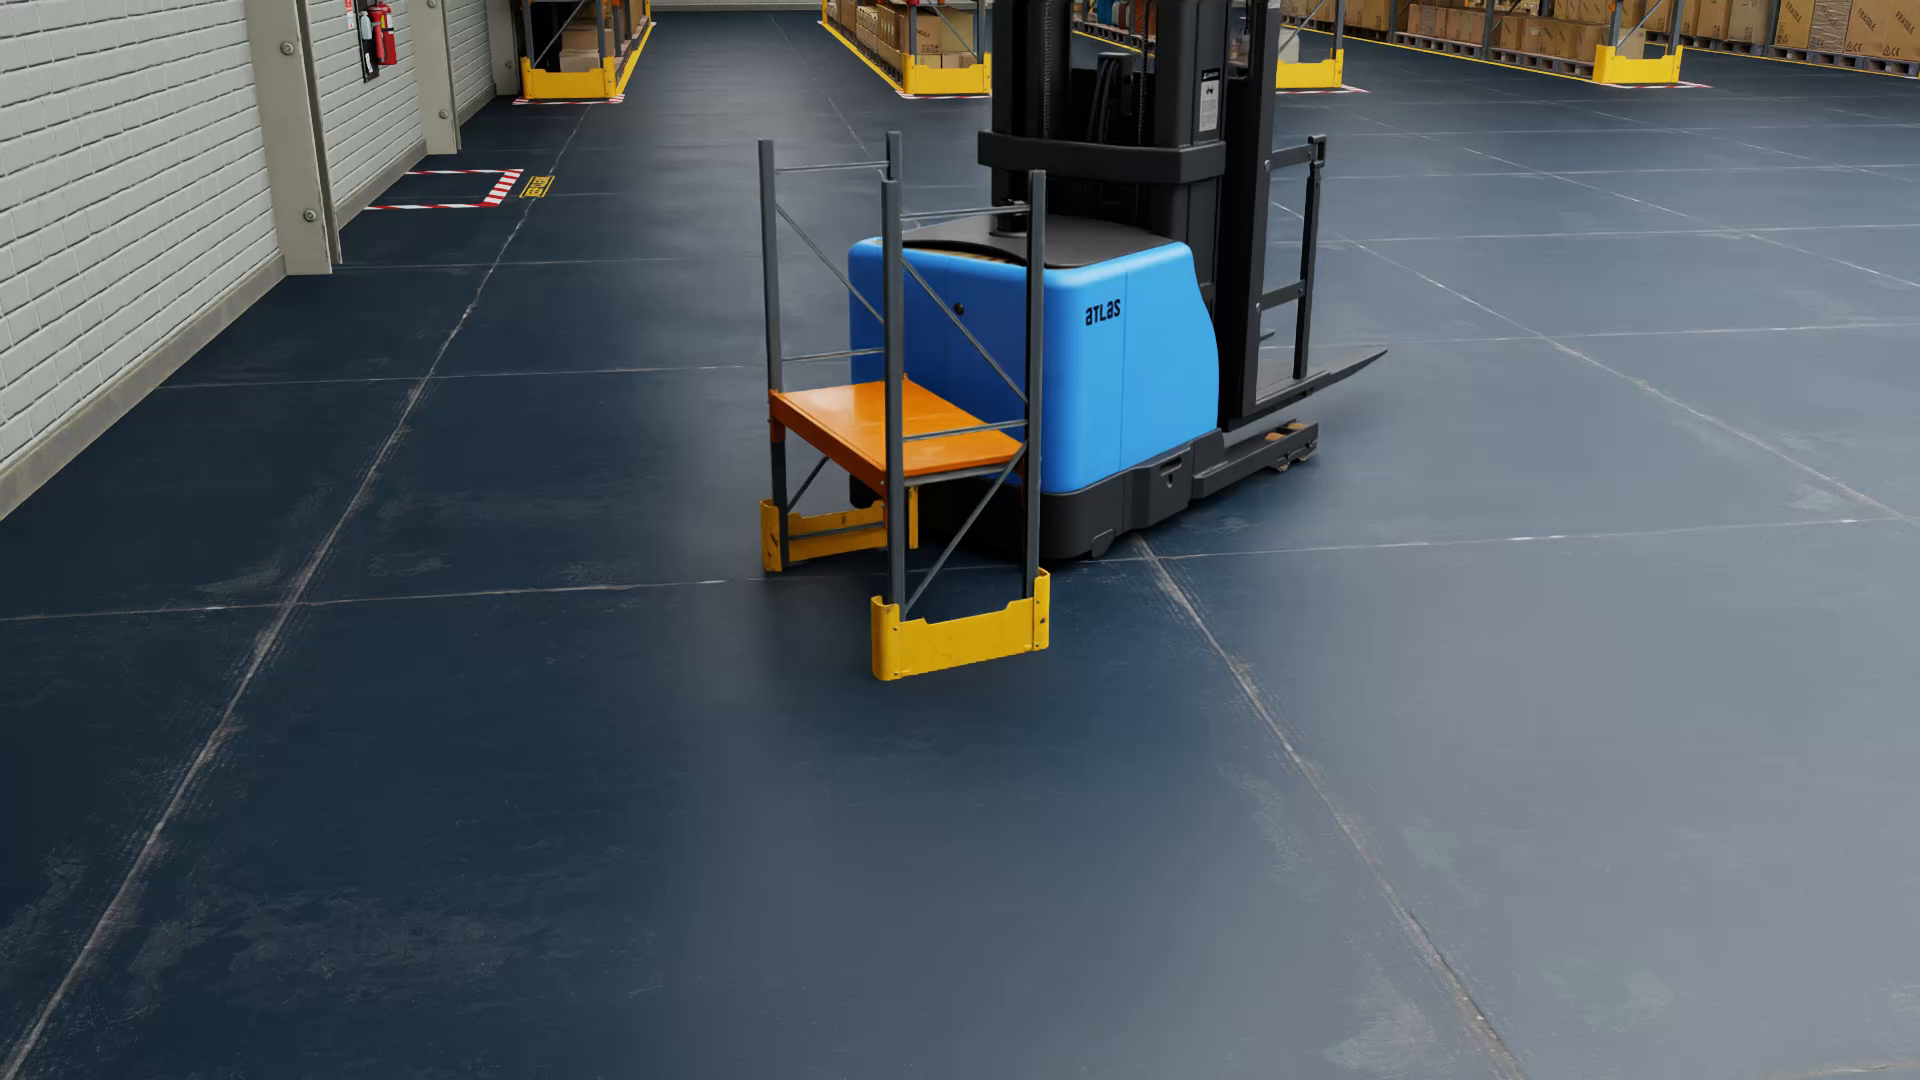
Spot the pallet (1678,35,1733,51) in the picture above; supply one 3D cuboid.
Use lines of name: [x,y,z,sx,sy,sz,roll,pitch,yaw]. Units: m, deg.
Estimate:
pallet: [13.614,-8.892,29.722,1.003,0.211,1.213,-3,21,-8]

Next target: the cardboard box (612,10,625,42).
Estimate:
cardboard box: [-6.070,-8.720,28.221,0.700,0.500,0.500,-3,21,-7]

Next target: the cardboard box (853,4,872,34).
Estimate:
cardboard box: [-1.691,-9.530,30.389,0.500,0.500,0.500,-2,21,-6]

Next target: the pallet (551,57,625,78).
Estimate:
pallet: [-5.517,-7.010,24.683,1.003,0.211,1.213,-3,21,-8]

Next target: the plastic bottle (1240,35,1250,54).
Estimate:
plastic bottle: [4.418,-7.686,25.771,0.152,0.276,0.135,-3,21,-8]

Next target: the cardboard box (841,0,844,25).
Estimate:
cardboard box: [-2.072,-10.423,32.781,0.500,0.500,0.500,-4,21,-10]

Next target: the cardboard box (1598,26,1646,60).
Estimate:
cardboard box: [9.559,-7.154,24.057,0.500,0.500,0.500,1,20,2]

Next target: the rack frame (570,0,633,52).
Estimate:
rack frame: [-6.225,-9.932,28.521,1.000,3.000,0.127,-3,21,-8]

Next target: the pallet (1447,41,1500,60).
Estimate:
pallet: [8.942,-8.260,28.029,1.003,0.211,1.213,-3,21,-8]

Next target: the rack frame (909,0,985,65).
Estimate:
rack frame: [-0.171,-7.413,21.778,1.000,3.000,0.127,-3,21,-8]

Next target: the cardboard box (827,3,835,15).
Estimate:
cardboard box: [-2.607,-11.495,36.008,0.500,0.250,0.500,-3,21,-8]

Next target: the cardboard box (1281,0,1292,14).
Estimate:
cardboard box: [7.629,-12.120,36.816,0.875,0.875,0.875,-3,21,-8]

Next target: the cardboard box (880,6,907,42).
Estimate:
cardboard box: [-0.910,-7.709,24.827,0.500,0.500,0.500,-3,21,-8]

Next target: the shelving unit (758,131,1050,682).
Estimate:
shelving unit: [-0.212,-0.483,5.367,0.587,1.500,1.083,-10,23,-24]

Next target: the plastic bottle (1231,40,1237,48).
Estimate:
plastic bottle: [4.024,-7.294,24.723,0.152,0.276,0.135,-3,21,-7]

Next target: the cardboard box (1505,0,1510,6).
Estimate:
cardboard box: [12.348,-11.928,36.913,0.380,0.149,0.250,-2,21,-5]

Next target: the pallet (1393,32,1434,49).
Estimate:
pallet: [8.591,-9.105,30.291,1.003,0.211,1.213,-3,21,-8]

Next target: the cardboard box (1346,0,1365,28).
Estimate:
cardboard box: [8.280,-10.432,32.296,1.225,0.875,0.875,-3,21,-8]

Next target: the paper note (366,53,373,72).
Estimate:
paper note: [-4.888,-3.949,13.760,0.016,0.148,0.142,-3,21,-8]

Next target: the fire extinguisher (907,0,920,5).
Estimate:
fire extinguisher: [-0.613,-7.313,21.619,0.296,0.674,0.183,-3,21,-8]

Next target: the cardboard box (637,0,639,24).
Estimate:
cardboard box: [-6.580,-10.288,31.947,0.750,0.750,0.750,-3,21,-7]

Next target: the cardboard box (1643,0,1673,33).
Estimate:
cardboard box: [13.401,-9.824,30.847,1.050,0.750,0.750,-3,21,-8]

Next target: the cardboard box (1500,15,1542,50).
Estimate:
cardboard box: [9.074,-8.182,26.807,0.500,0.500,0.500,-4,21,-9]

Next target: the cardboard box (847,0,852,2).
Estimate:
cardboard box: [-1.855,-10.255,31.258,0.500,0.250,0.500,-3,21,-9]

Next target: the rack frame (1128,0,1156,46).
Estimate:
rack frame: [3.578,-10.432,29.859,1.000,3.000,0.127,-3,21,-8]

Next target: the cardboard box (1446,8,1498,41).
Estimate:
cardboard box: [8.858,-8.905,28.716,0.700,0.500,0.500,-5,21,-12]

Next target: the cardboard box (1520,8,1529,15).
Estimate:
cardboard box: [12.375,-11.444,36.043,0.380,0.149,0.250,-4,21,-10]

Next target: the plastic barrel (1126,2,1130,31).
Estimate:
plastic barrel: [3.321,-9.822,31.183,0.421,0.512,0.421,0,20,0]

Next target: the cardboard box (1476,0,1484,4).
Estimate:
cardboard box: [12.054,-12.375,38.111,0.380,0.149,0.250,-3,21,-8]

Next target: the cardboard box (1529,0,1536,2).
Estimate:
cardboard box: [12.441,-11.618,35.659,0.380,0.149,0.250,-3,21,-7]

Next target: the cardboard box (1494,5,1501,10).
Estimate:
cardboard box: [12.178,-11.890,37.237,0.380,0.149,0.250,-4,21,-10]

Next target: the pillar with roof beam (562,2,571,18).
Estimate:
pillar with roof beam: [-3.499,-14.543,32.293,9.100,9.000,0.400,-3,21,-8]

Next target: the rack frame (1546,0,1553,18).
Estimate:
rack frame: [12.826,-12.282,34.812,1.000,3.000,0.127,-3,21,-8]

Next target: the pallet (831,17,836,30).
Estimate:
pallet: [-2.178,-10.923,35.160,1.003,0.211,1.213,-3,21,-8]

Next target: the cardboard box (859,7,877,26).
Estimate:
cardboard box: [-1.455,-8.977,28.492,0.500,0.311,0.500,-3,21,-9]

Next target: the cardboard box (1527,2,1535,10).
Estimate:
cardboard box: [12.414,-11.468,35.683,0.380,0.149,0.250,-4,21,-10]

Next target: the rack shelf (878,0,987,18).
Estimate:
rack shelf: [-0.459,-7.769,23.757,1.077,0.370,4.000,-3,21,-8]

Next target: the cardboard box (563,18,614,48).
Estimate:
cardboard box: [-5.771,-7.836,25.854,0.700,0.500,0.500,-2,21,-6]

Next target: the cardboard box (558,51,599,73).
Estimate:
cardboard box: [-5.083,-6.353,22.152,0.500,0.311,0.500,-5,21,-14]

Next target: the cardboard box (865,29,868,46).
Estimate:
cardboard box: [-1.311,-8.364,27.654,0.500,0.250,0.500,-2,21,-7]

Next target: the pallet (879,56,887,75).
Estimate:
pallet: [-0.674,-7.215,25.231,1.003,0.211,1.213,-3,21,-8]

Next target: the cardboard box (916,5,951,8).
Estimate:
cardboard box: [-0.404,-7.735,24.897,0.500,0.500,0.500,-3,21,-8]

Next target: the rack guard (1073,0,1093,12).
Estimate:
rack guard: [2.409,-12.038,37.733,1.175,0.500,0.348,-3,21,-8]

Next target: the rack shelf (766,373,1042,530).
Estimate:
rack shelf: [-0.208,-0.312,5.422,0.538,0.185,1.000,-10,23,-24]

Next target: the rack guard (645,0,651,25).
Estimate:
rack guard: [-7.382,-11.539,36.397,1.175,0.500,0.348,-3,21,-8]

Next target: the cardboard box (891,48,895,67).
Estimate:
cardboard box: [-0.698,-6.838,23.568,0.500,0.250,0.500,-3,21,-8]

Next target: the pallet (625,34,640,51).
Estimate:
pallet: [-6.264,-8.902,29.750,1.003,0.211,1.213,-3,21,-8]

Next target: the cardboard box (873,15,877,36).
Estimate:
cardboard box: [-1.089,-8.095,26.132,0.500,0.311,0.500,-3,21,-8]

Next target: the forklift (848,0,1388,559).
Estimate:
forklift: [0.881,-1.752,6.719,1.130,2.935,3.031,15,25,35]

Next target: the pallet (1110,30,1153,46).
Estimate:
pallet: [3.423,-9.396,31.072,1.003,0.211,1.213,-3,21,-8]

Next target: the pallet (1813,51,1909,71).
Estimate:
pallet: [14.190,-7.515,26.035,1.003,0.211,1.213,-3,21,-8]

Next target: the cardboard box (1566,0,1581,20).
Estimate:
cardboard box: [12.748,-10.855,33.965,0.500,0.500,0.500,-2,21,-5]

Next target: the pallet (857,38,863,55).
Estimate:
pallet: [-1.244,-8.590,28.913,1.003,0.211,1.213,-3,21,-8]
